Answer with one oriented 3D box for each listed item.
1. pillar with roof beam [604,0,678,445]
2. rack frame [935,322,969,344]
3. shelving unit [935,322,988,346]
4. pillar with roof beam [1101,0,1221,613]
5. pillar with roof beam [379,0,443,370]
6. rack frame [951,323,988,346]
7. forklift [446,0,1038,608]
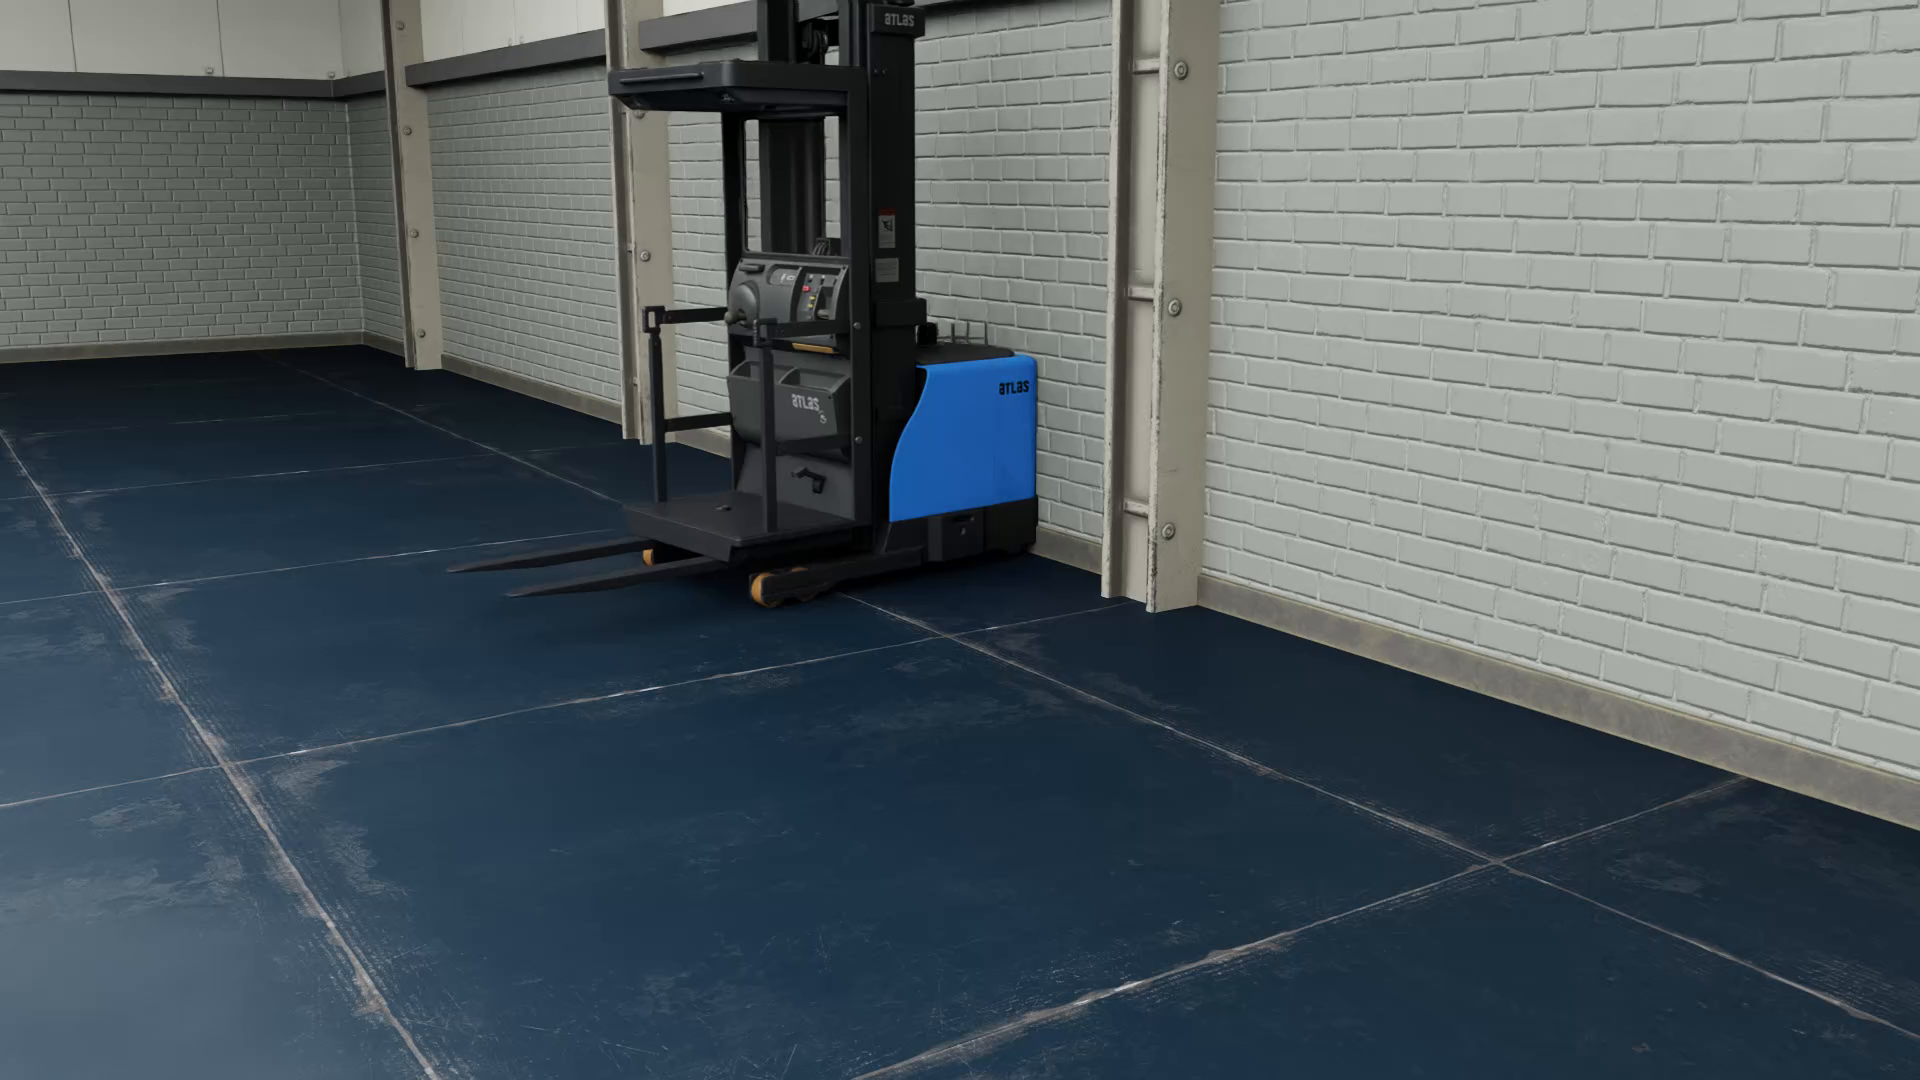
[{"bbox_3d":[-5.985,-4.665,9.631,9.100,9.000,0.400,-8,15,-33],"label":"pillar with roof beam"},{"bbox_3d":[-0.049,-0.622,9.362,0.240,1.200,0.006,-6,11,-34],"label":"rack frame"},{"bbox_3d":[0.003,-0.609,9.287,0.258,1.200,0.189,-6,11,-34],"label":"shelving unit"},{"bbox_3d":[-2.660,-3.598,4.752,9.100,9.000,0.400,-8,15,-33],"label":"pillar with roof beam"},{"bbox_3d":[-9.309,-5.732,14.511,9.100,9.000,0.400,-8,15,-33],"label":"pillar with roof beam"},{"bbox_3d":[0.054,-0.597,9.212,0.240,1.200,0.006,-6,11,-34],"label":"rack frame"},{"bbox_3d":[-1.020,-1.237,8.155,3.031,2.935,1.130,-10,16,-40],"label":"forklift"}]
